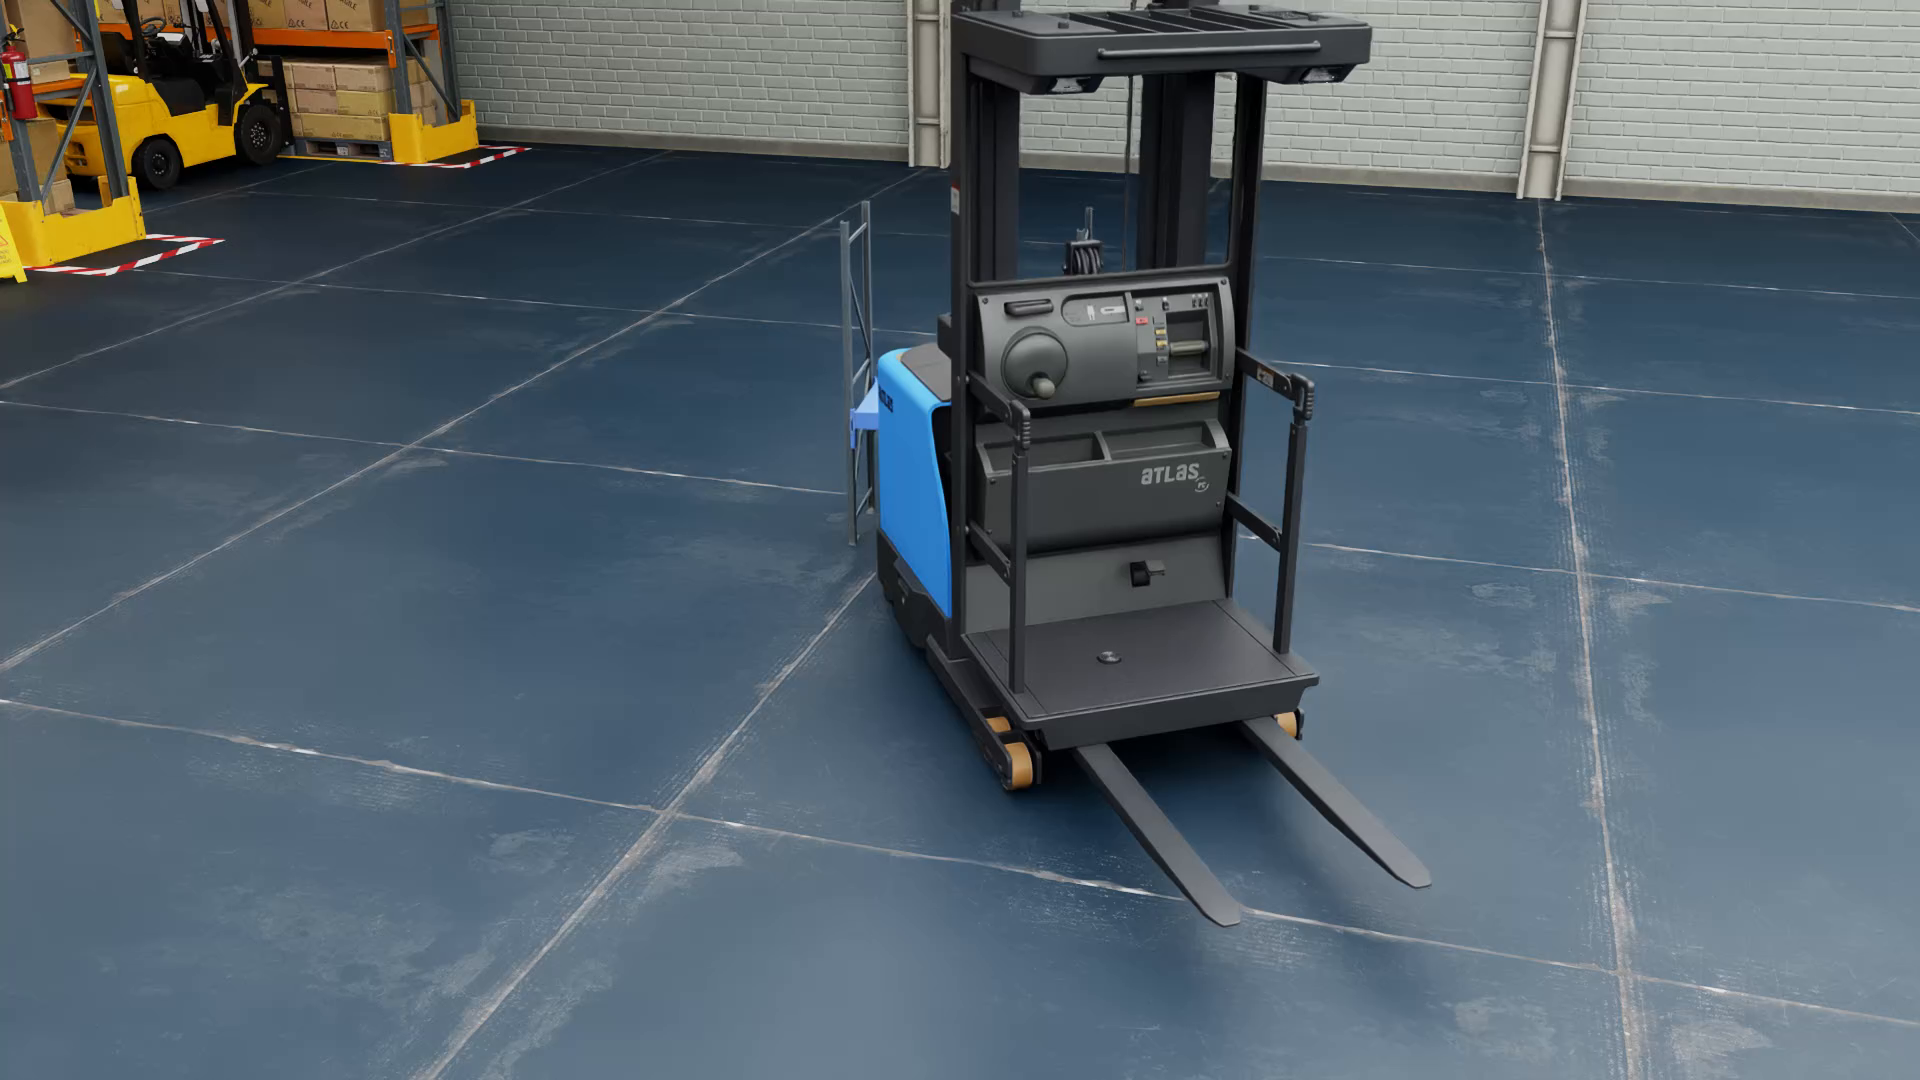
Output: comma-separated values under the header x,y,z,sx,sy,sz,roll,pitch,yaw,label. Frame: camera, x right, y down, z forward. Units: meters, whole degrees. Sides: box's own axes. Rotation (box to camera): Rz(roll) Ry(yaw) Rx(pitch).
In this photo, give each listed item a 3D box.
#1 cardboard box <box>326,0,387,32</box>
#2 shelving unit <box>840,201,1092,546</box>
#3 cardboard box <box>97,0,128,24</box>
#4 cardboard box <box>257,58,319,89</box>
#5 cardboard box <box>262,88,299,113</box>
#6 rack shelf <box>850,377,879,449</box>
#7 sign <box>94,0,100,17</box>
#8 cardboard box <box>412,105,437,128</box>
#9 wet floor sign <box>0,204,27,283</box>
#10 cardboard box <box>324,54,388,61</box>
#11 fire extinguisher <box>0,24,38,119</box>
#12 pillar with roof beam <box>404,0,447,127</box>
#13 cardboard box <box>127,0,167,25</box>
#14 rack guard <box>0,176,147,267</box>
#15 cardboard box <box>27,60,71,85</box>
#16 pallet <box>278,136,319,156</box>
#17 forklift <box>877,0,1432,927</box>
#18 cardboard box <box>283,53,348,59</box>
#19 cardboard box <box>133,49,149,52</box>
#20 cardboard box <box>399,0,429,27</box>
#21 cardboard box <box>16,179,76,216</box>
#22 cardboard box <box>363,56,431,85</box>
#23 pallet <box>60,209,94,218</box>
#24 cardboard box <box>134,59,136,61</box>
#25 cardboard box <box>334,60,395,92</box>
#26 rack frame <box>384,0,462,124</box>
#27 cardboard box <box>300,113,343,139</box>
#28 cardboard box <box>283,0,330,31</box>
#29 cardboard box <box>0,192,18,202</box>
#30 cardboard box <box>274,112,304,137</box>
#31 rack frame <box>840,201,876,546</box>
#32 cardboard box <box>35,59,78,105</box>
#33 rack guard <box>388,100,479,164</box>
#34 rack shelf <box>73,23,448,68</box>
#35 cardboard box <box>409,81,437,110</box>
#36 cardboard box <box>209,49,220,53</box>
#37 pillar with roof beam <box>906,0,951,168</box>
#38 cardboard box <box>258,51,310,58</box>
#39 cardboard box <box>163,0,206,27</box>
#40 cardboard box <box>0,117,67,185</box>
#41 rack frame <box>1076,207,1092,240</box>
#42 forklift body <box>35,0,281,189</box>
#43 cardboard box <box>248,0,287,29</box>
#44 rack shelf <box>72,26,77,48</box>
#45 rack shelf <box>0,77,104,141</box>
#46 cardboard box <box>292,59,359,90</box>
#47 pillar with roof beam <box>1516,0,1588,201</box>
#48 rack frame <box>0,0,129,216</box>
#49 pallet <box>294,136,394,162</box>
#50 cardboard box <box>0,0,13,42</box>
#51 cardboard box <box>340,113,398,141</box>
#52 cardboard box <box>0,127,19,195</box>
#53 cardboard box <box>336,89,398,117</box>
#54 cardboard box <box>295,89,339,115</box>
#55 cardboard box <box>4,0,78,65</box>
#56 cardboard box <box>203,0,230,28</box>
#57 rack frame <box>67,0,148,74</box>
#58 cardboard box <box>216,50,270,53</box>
x,y,z,sx,sy,sz,roll,pitch,yaw,label
-6.185,-5.540,17.191,0.500,0.500,0.500,6,23,14,cardboard box
0.038,-0.734,7.582,1.048,1.500,0.538,3,23,8,shelving unit
-9.118,-5.876,18.011,0.500,0.500,0.500,6,23,14,cardboard box
-7.145,-4.962,17.667,0.500,0.250,0.500,7,23,16,cardboard box
-7.171,-4.736,17.774,0.500,0.250,0.500,6,23,14,cardboard box
0.038,-0.567,7.651,1.000,0.185,0.538,3,23,8,rack shelf
-6.911,-4.329,13.230,0.005,0.325,0.100,7,23,16,sign
-6.051,-4.582,18.057,0.500,0.250,0.500,7,23,16,cardboard box
-7.195,-2.232,12.361,0.232,0.644,0.267,16,27,34,wet floor sign
-6.523,-5.095,17.990,0.500,0.250,0.500,7,23,16,cardboard box
-7.092,-3.515,12.489,0.183,0.674,0.296,7,23,16,fire extinguisher
-7.288,-7.150,13.344,0.400,9.000,9.100,7,23,16,pillar with roof beam
-8.614,-5.825,17.886,0.500,0.500,0.500,7,23,16,cardboard box
-7.141,-2.583,13.408,0.348,0.500,1.175,7,23,16,rack guard
-7.333,-3.727,13.235,0.250,0.149,0.380,7,23,16,cardboard box
-7.546,-4.448,18.335,1.213,0.211,1.003,7,23,15,pallet
0.579,-0.670,5.542,1.130,2.935,3.031,-7,23,-16,forklift
-6.998,-5.153,18.133,0.500,0.250,0.500,6,23,15,cardboard box
-8.940,-5.374,18.672,0.500,0.250,0.500,7,23,17,cardboard box
-6.032,-5.736,17.670,0.500,0.500,0.500,7,23,17,cardboard box
-7.760,-2.842,13.816,0.500,0.250,0.500,6,23,15,cardboard box
-6.043,-5.041,17.859,0.500,0.250,0.500,6,23,15,cardboard box
-7.908,-2.551,13.711,1.213,0.211,1.003,7,23,16,pallet
-8.608,-5.131,18.079,0.500,0.250,0.500,7,23,16,cardboard box
-6.169,-4.857,17.410,0.500,0.250,0.500,7,23,17,cardboard box
-5.638,-5.535,17.311,0.127,3.000,1.000,7,23,16,rack frame
-6.652,-4.452,17.740,0.500,0.250,0.500,7,23,15,cardboard box
-6.679,-5.600,17.338,0.500,0.500,0.500,7,23,17,cardboard box
-7.943,-2.647,13.339,0.500,0.250,0.500,6,23,15,cardboard box
-7.129,-4.510,17.882,0.500,0.250,0.500,7,23,16,cardboard box
-0.465,-0.762,7.653,0.032,1.500,0.500,3,23,8,rack frame
-9.970,-5.122,18.880,0.625,0.625,0.875,8,24,18,cardboard box
-5.615,-4.376,17.779,0.348,0.500,1.175,7,23,16,rack guard
-7.552,-5.421,17.982,4.000,0.370,1.077,7,23,16,rack shelf
-6.028,-4.815,17.968,0.500,0.250,0.500,7,23,16,cardboard box
-8.451,-5.324,18.550,0.500,0.250,0.500,6,23,15,cardboard box
-1.543,-6.492,11.740,0.400,9.000,9.100,7,23,16,pillar with roof beam
-7.487,-5.212,18.276,0.500,0.250,0.500,6,23,14,cardboard box
-8.129,-5.770,17.752,0.500,0.500,0.500,6,23,15,cardboard box
-7.783,-3.191,13.679,0.500,0.500,0.500,6,23,14,cardboard box
0.541,-0.705,7.512,0.032,1.500,0.500,3,23,8,rack frame
-7.980,-4.687,16.363,1.214,2.155,2.313,7,23,16,forklift body
-7.169,-5.656,17.474,0.500,0.500,0.500,6,23,14,cardboard box
-11.382,-5.860,19.051,4.000,0.370,1.077,7,23,16,rack shelf
-8.983,-3.617,13.584,4.000,0.370,1.077,7,23,16,rack shelf
-6.659,-4.911,17.541,0.500,0.250,0.500,7,23,16,cardboard box
4.201,-5.835,10.137,0.400,9.000,9.100,7,23,16,pillar with roof beam
-7.068,-3.731,12.913,0.127,3.000,1.000,7,23,16,rack frame
-6.382,-4.313,18.007,1.213,0.211,1.003,7,23,16,pallet
-7.667,-3.874,12.739,0.500,0.500,0.500,6,23,15,cardboard box
-6.179,-4.394,17.599,0.500,0.250,0.500,7,23,16,cardboard box
-7.910,-2.993,13.196,0.500,0.500,0.500,7,23,16,cardboard box
-6.194,-4.628,17.511,0.500,0.250,0.500,6,23,15,cardboard box
-6.671,-4.687,17.655,0.500,0.250,0.500,6,23,15,cardboard box
-7.441,-4.068,13.210,0.500,0.500,0.500,6,23,15,cardboard box
-7.654,-5.707,17.599,0.500,0.500,0.500,7,23,16,cardboard box
-9.467,-5.973,18.380,0.127,3.000,1.000,7,23,16,rack frame
-7.970,-5.264,18.403,0.500,0.250,0.500,7,23,16,cardboard box
